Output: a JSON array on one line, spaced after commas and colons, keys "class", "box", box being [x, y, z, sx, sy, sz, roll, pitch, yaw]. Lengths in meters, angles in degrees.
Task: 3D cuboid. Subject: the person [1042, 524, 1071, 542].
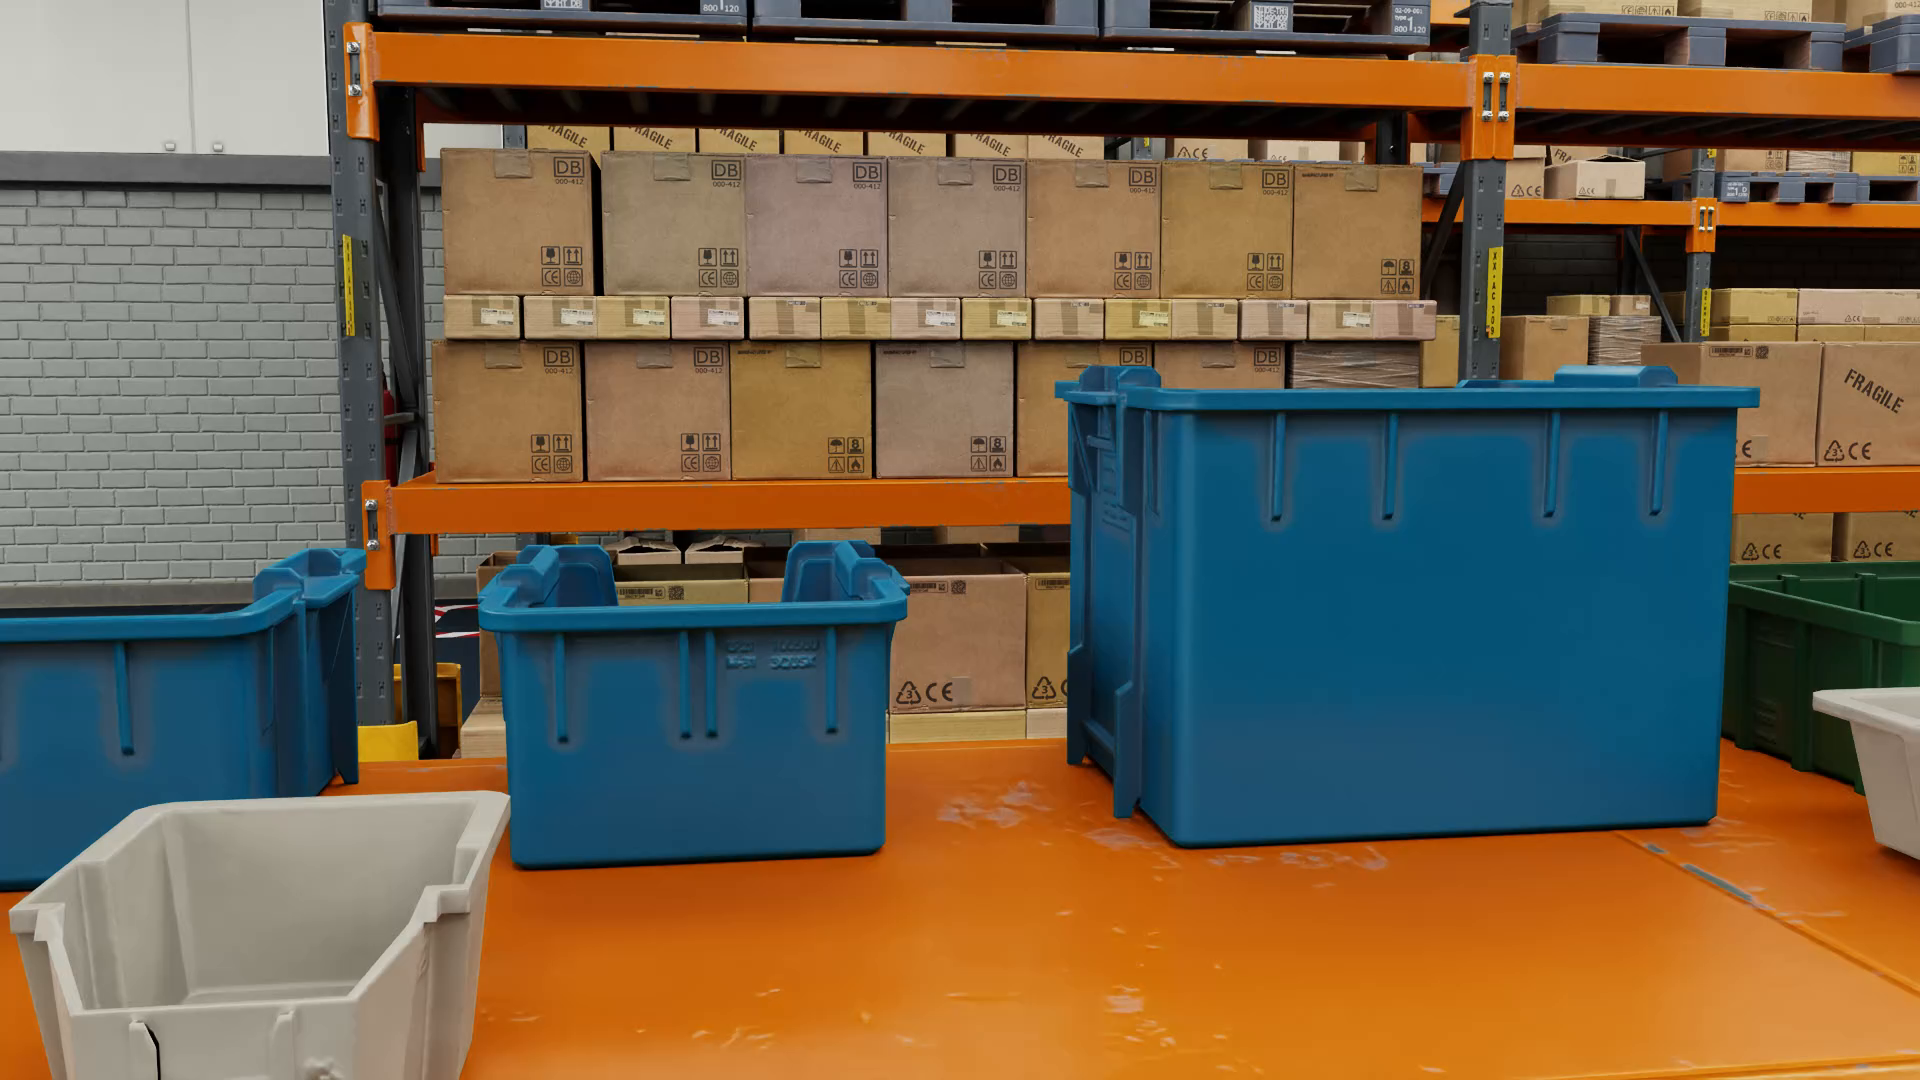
[{"class": "person", "box": [0.599, 0.052, 8.137, 0.427, 1.590, 0.631, -1, 6, -10]}]
